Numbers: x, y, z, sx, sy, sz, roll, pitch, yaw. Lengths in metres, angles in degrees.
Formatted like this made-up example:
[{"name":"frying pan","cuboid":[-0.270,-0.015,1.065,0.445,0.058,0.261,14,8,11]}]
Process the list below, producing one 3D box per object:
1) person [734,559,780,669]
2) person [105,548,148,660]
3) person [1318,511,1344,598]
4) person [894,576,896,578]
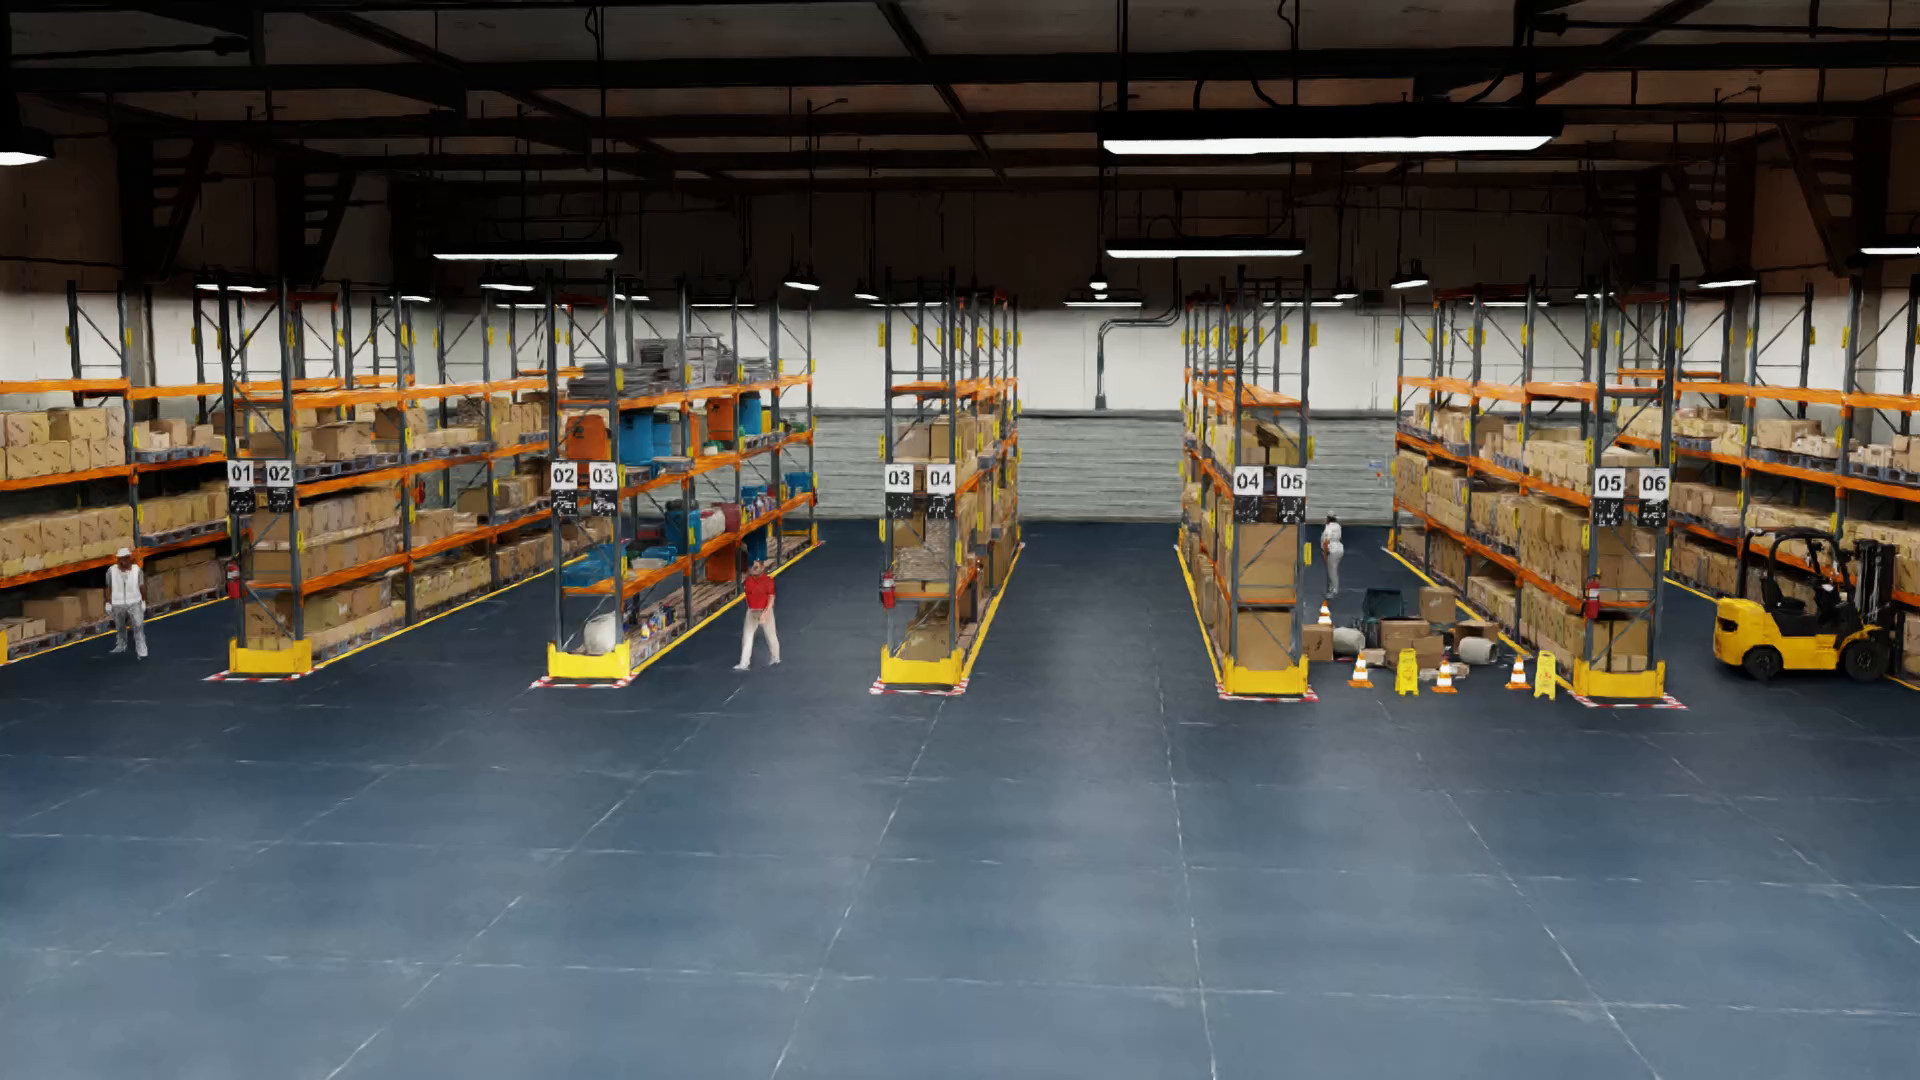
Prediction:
[{"name":"person","cuboid":[-3.036,1.110,25.184,0.534,1.657,1.033,2,7,14]},{"name":"person","cuboid":[-13.027,0.987,25.969,0.594,1.756,0.946,-3,7,-21]},{"name":"person","cuboid":[7.160,0.266,32.167,0.554,1.659,0.598,5,9,35]},{"name":"person","cuboid":[-1.191,-0.088,34.851,0.588,1.700,1.193,0,7,3]}]
